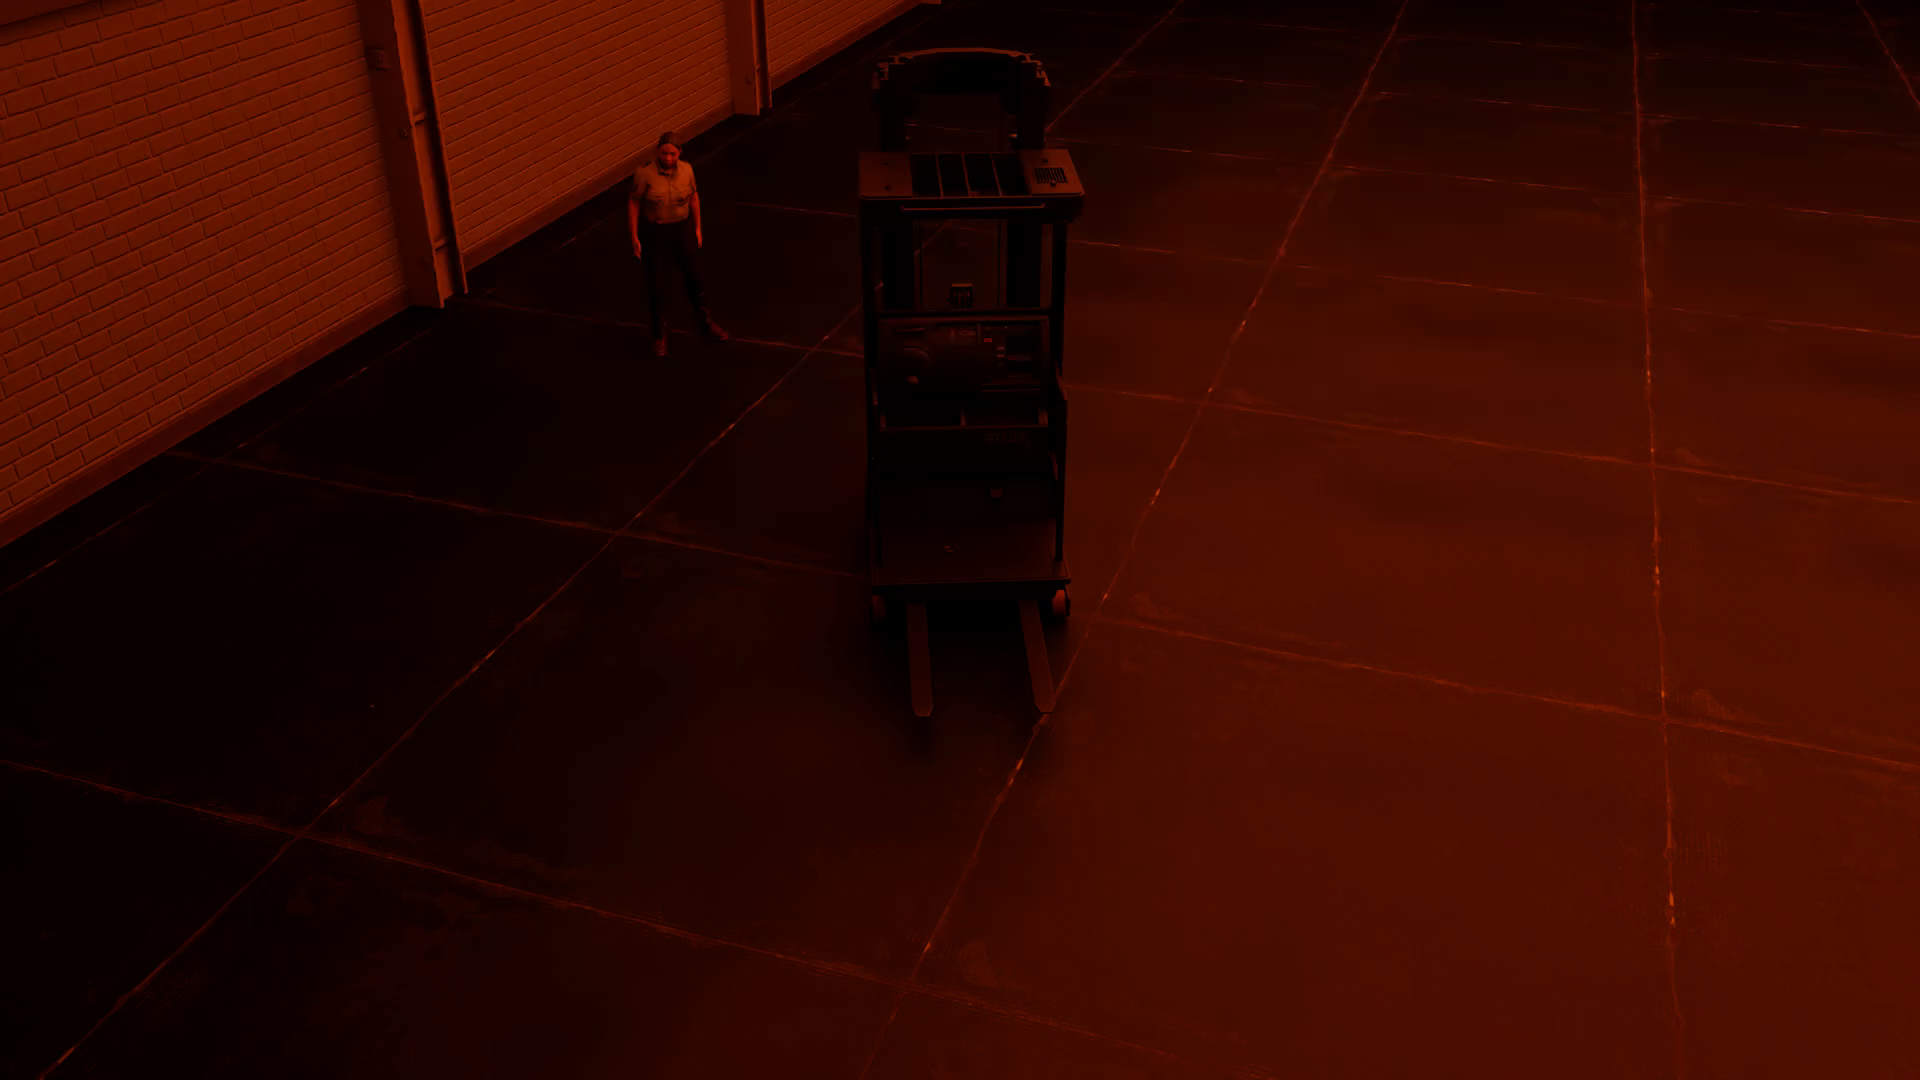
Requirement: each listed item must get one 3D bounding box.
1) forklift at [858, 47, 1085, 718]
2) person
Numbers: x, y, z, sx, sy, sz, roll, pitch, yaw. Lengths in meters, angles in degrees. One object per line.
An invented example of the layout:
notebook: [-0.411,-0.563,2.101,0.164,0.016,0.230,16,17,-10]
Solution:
forklift: [0.035,-0.972,8.842,1.130,2.935,3.031,-2,30,-3]
person: [-2.131,-2.245,12.382,0.659,1.650,0.431,-15,33,-25]
